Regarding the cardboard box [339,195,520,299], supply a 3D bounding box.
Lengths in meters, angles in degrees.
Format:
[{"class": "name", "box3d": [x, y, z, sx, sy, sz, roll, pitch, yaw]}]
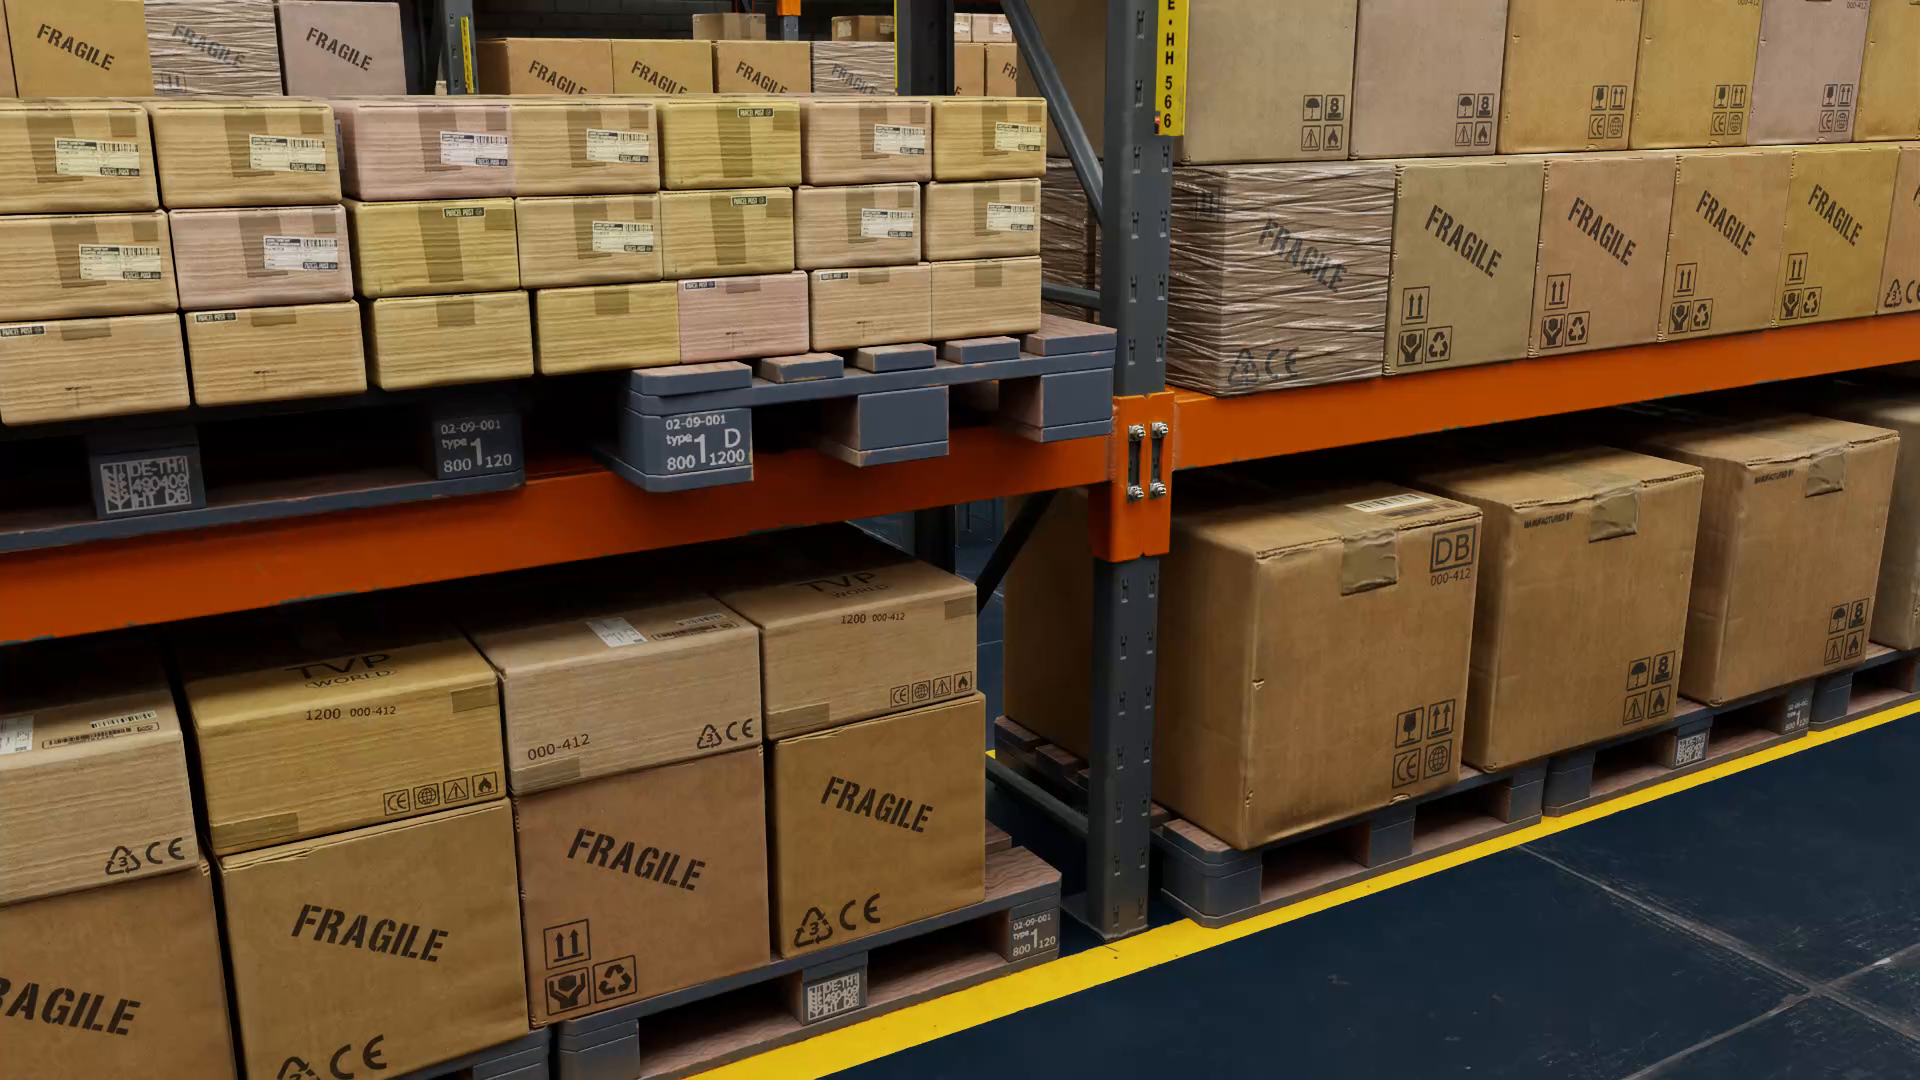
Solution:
[{"class": "cardboard box", "box3d": [-0.925, -0.510, 2.809, 0.250, 0.149, 0.380, -9, 18, -30]}]

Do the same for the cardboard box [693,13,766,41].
[{"class": "cardboard box", "box3d": [-1.233, -2.733, 8.886, 0.250, 0.149, 0.380, -10, 19, -32]}]

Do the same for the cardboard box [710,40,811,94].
[{"class": "cardboard box", "box3d": [-1.091, -2.286, 8.495, 0.500, 0.500, 0.500, -9, 18, -29]}]

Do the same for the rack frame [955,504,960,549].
[{"class": "rack frame", "box3d": [-0.066, -0.567, 7.210, 0.006, 1.200, 0.240, -9, 18, -30]}]

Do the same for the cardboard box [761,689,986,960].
[{"class": "cardboard box", "box3d": [-0.284, 0.550, 3.743, 0.500, 0.500, 0.500, -9, 18, -30]}]

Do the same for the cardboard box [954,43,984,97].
[{"class": "cardboard box", "box3d": [-0.209, -2.427, 8.997, 0.500, 0.500, 0.500, -9, 18, -28]}]

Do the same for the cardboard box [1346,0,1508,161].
[{"class": "cardboard box", "box3d": [0.968, -1.263, 4.322, 0.500, 0.500, 0.700, -10, 18, -31]}]

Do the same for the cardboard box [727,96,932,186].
[{"class": "cardboard box", "box3d": [-0.255, -0.762, 3.157, 0.250, 0.149, 0.380, -9, 18, -30]}]

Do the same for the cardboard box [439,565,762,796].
[{"class": "cardboard box", "box3d": [-0.733, 0.266, 3.369, 0.500, 0.250, 0.500, -9, 18, -29]}]

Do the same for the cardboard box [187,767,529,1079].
[{"class": "cardboard box", "box3d": [-1.176, 0.699, 3.213, 0.500, 0.500, 0.500, -10, 19, -32]}]

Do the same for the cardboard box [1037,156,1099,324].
[{"class": "cardboard box", "box3d": [0.393, -0.776, 4.436, 0.500, 0.500, 0.500, -9, 18, -30]}]

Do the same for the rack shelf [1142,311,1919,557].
[{"class": "rack shelf", "box3d": [1.860, -0.535, 5.093, 4.000, 0.370, 1.077, -9, 18, -30]}]

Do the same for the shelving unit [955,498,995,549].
[{"class": "shelving unit", "box3d": [0.012, -0.580, 7.255, 0.189, 1.200, 0.258, -9, 18, -30]}]

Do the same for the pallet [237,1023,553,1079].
[{"class": "pallet", "box3d": [-1.570, 1.016, 3.393, 1.213, 0.211, 1.003, -9, 18, -30]}]

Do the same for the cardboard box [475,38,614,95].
[{"class": "cardboard box", "box3d": [-1.986, -2.137, 7.961, 0.500, 0.500, 0.500, -10, 18, -31]}]

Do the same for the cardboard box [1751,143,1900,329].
[{"class": "cardboard box", "box3d": [2.398, -0.932, 4.994, 0.500, 0.500, 0.500, -9, 18, -29]}]

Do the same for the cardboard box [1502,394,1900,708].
[{"class": "cardboard box", "box3d": [2.260, -0.038, 5.377, 0.750, 0.750, 1.050, -9, 18, -30]}]

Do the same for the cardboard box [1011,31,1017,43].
[{"class": "cardboard box", "box3d": [0.353, -3.013, 9.884, 0.250, 0.149, 0.380, -9, 18, -30]}]

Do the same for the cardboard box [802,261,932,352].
[{"class": "cardboard box", "box3d": [-0.254, -0.475, 3.236, 0.250, 0.149, 0.380, -9, 18, -30]}]

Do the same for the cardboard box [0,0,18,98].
[{"class": "cardboard box", "box3d": [-4.101, -1.922, 6.672, 0.500, 0.500, 0.500, -10, 18, -31]}]

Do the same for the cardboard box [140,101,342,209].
[{"class": "cardboard box", "box3d": [-1.148, -0.617, 2.640, 0.250, 0.149, 0.380, -8, 18, -27]}]

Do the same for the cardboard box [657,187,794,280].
[{"class": "cardboard box", "box3d": [-0.496, -0.579, 3.054, 0.250, 0.149, 0.380, -9, 18, -28]}]

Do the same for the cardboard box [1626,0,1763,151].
[{"class": "cardboard box", "box3d": [1.845, -1.406, 4.832, 0.500, 0.500, 0.700, -9, 18, -30]}]

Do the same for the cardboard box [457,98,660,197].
[{"class": "cardboard box", "box3d": [-0.707, -0.688, 2.892, 0.250, 0.149, 0.380, -9, 18, -28]}]

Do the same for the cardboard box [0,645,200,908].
[{"class": "cardboard box", "box3d": [-1.619, 0.407, 2.864, 0.500, 0.250, 0.500, -8, 18, -28]}]

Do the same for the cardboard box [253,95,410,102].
[{"class": "cardboard box", "box3d": [-1.250, -0.806, 3.312, 0.250, 0.149, 0.380, -8, 18, -27]}]

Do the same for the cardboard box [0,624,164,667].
[{"class": "cardboard box", "box3d": [-1.882, 0.286, 3.296, 0.500, 0.250, 0.500, -10, 19, -32]}]

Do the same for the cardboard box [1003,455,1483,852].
[{"class": "cardboard box", "box3d": [0.714, 0.214, 4.479, 0.750, 0.750, 1.050, -9, 18, -30]}]

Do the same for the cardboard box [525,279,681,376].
[{"class": "cardboard box", "box3d": [-0.690, -0.406, 2.987, 0.250, 0.149, 0.380, -9, 18, -30]}]

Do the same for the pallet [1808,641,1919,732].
[{"class": "pallet", "box3d": [2.952, 0.308, 5.919, 1.213, 0.211, 1.003, -9, 18, -30]}]

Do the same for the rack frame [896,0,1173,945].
[{"class": "rack frame", "box3d": [0.145, -0.603, 4.004, 0.127, 3.000, 1.000, -9, 18, -30]}]

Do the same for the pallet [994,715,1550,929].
[{"class": "pallet", "box3d": [0.860, 0.647, 4.709, 1.213, 0.211, 1.003, -9, 18, -30]}]

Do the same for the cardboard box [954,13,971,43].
[{"class": "cardboard box", "box3d": [-0.148, -2.738, 8.902, 0.250, 0.149, 0.380, -10, 19, -32]}]

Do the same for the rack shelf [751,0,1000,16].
[{"class": "rack shelf", "box3d": [0.093, -4.814, 14.802, 4.000, 0.370, 1.077, -9, 18, -30]}]

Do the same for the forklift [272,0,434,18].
[{"class": "forklift", "box3d": [-3.506, -2.289, 10.144, 3.031, 2.935, 1.130, -9, 18, -29]}]

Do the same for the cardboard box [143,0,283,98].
[{"class": "cardboard box", "box3d": [-3.235, -2.058, 7.158, 0.500, 0.500, 0.500, -9, 18, -29]}]

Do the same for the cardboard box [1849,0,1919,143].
[{"class": "cardboard box", "box3d": [2.712, -1.546, 5.331, 0.500, 0.500, 0.700, -10, 18, -31]}]

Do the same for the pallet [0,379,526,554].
[{"class": "pallet", "box3d": [-1.530, -0.226, 3.015, 1.213, 0.211, 1.003, -9, 18, -30]}]

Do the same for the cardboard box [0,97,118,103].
[{"class": "cardboard box", "box3d": [-1.692, -0.735, 3.058, 0.250, 0.149, 0.380, -10, 18, -30]}]

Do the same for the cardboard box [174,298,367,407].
[{"class": "cardboard box", "box3d": [-1.143, -0.332, 2.726, 0.250, 0.149, 0.380, -9, 18, -28]}]

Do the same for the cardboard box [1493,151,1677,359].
[{"class": "cardboard box", "box3d": [1.536, -0.793, 4.495, 0.500, 0.500, 0.500, -9, 18, -30]}]

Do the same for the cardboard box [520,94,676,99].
[{"class": "cardboard box", "box3d": [-0.792, -0.880, 3.578, 0.250, 0.149, 0.380, -9, 18, -30]}]

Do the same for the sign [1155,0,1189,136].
[{"class": "sign", "box3d": [0.433, -0.998, 3.415, 0.005, 0.325, 0.100, -9, 18, -30]}]

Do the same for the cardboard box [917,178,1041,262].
[{"class": "cardboard box", "box3d": [-0.044, -0.654, 3.320, 0.250, 0.149, 0.380, -9, 18, -29]}]

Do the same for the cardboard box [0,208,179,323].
[{"class": "cardboard box", "box3d": [-1.369, -0.438, 2.551, 0.250, 0.149, 0.380, -10, 18, -31]}]

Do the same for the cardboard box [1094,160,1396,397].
[{"class": "cardboard box", "box3d": [0.669, -0.651, 3.990, 0.500, 0.500, 0.500, -9, 18, -29]}]

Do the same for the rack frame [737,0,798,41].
[{"class": "rack frame", "box3d": [-1.621, -3.438, 14.118, 0.127, 3.000, 1.000, -9, 18, -30]}]

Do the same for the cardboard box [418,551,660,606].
[{"class": "cardboard box", "box3d": [-1.005, 0.148, 3.790, 0.500, 0.250, 0.500, -9, 18, -30]}]

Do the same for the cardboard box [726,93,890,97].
[{"class": "cardboard box", "box3d": [-0.354, -0.951, 3.830, 0.250, 0.149, 0.380, -9, 18, -30]}]
